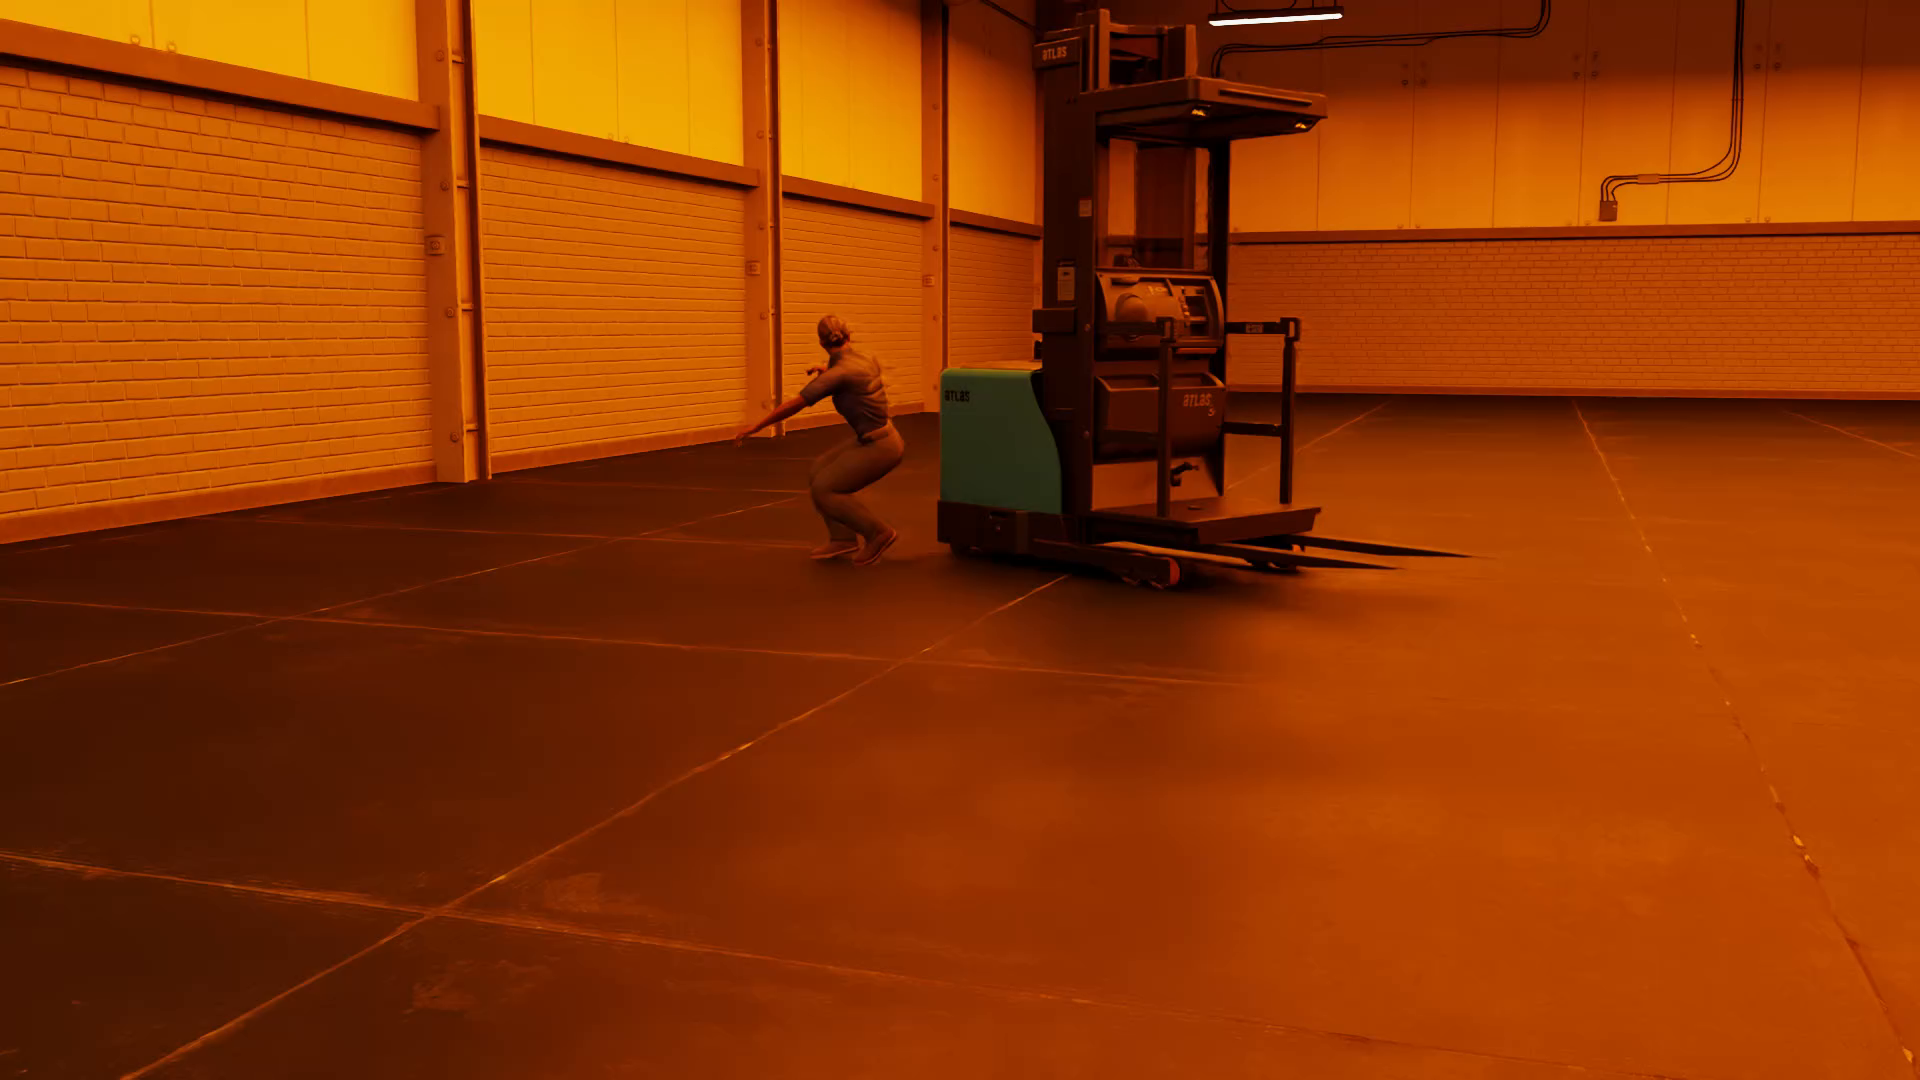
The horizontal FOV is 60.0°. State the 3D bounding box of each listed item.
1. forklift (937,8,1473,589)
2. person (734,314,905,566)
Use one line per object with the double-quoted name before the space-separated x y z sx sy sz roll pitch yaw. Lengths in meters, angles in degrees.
"forklift" 1.217 -1.279 8.738 1.130 2.935 3.031 -6 10 -41
"person" -0.756 -0.558 9.251 0.910 1.384 0.705 1 7 4
